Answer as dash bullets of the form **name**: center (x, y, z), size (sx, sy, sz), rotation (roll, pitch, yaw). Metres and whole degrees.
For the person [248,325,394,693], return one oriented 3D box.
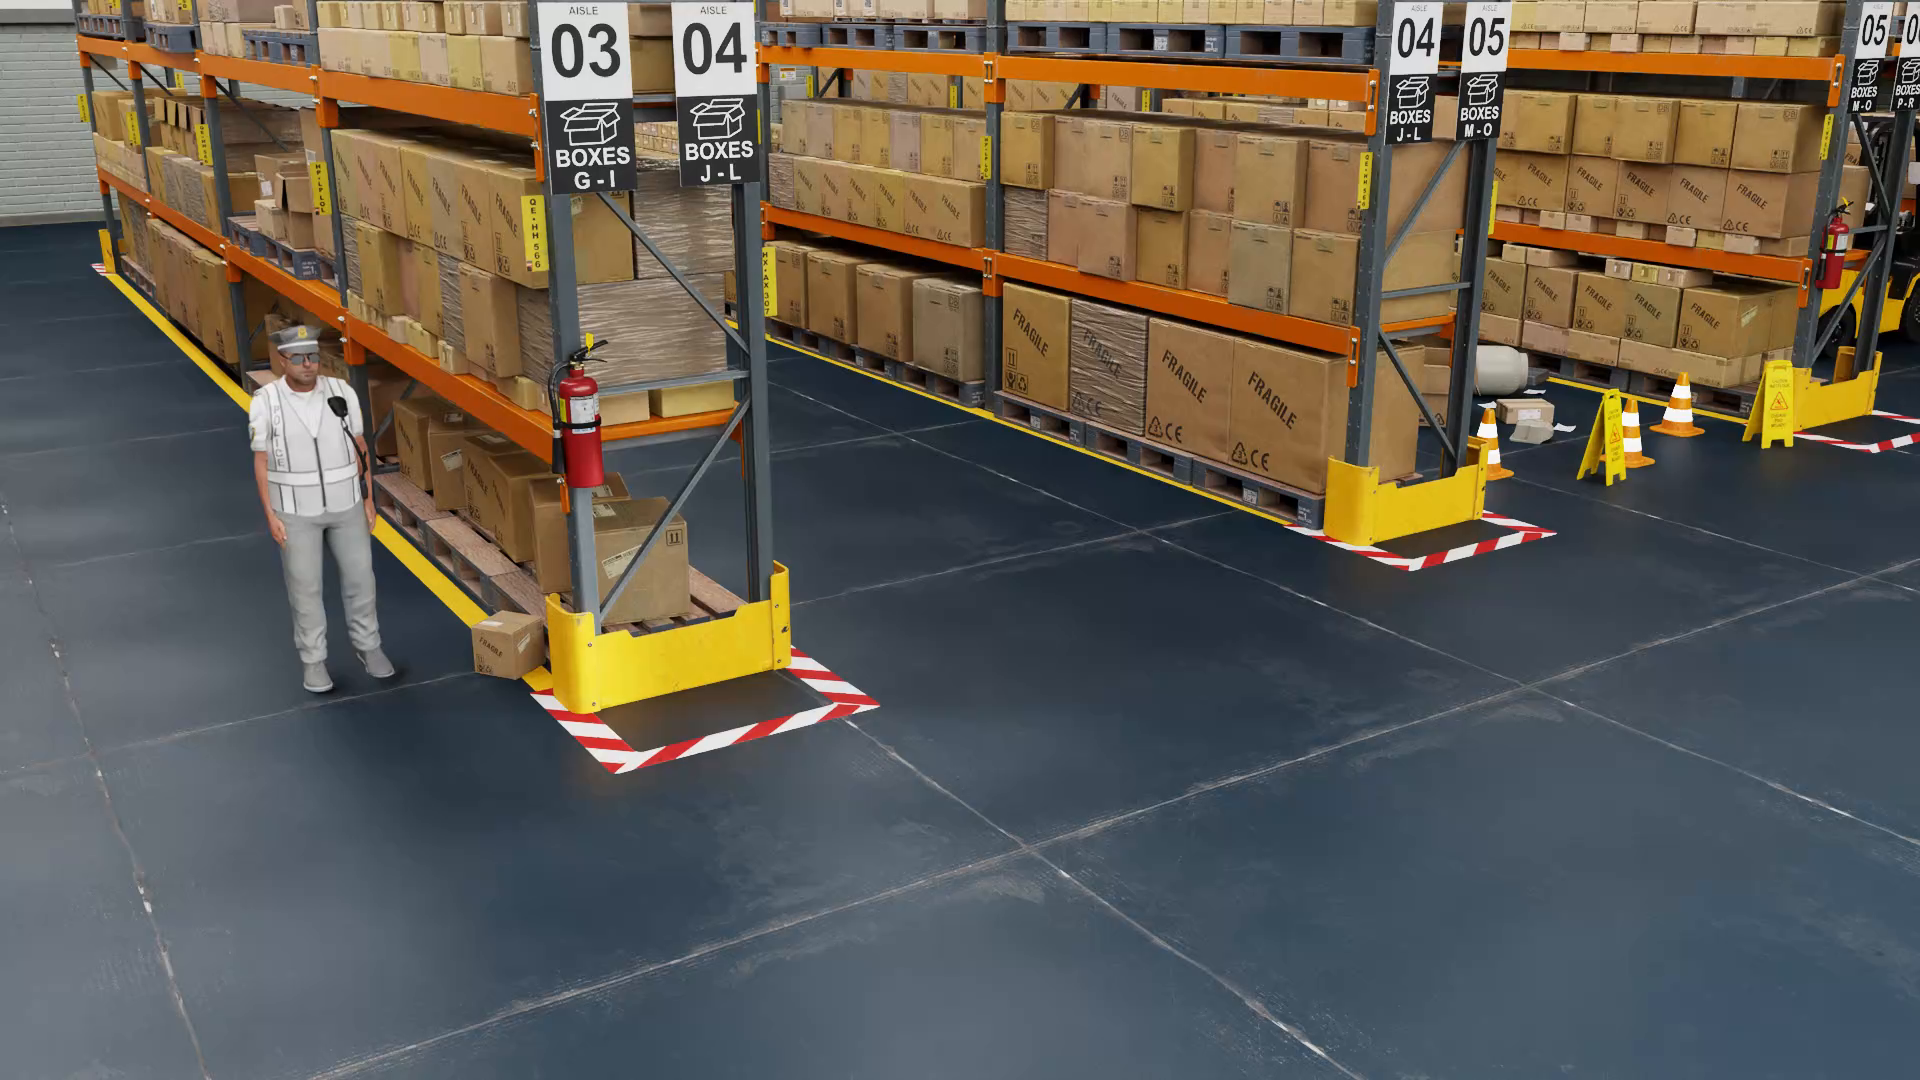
- **person**: center (-3.087, -0.153, 8.025), size (0.533, 1.785, 0.393), rotation (-11, 21, -31)
